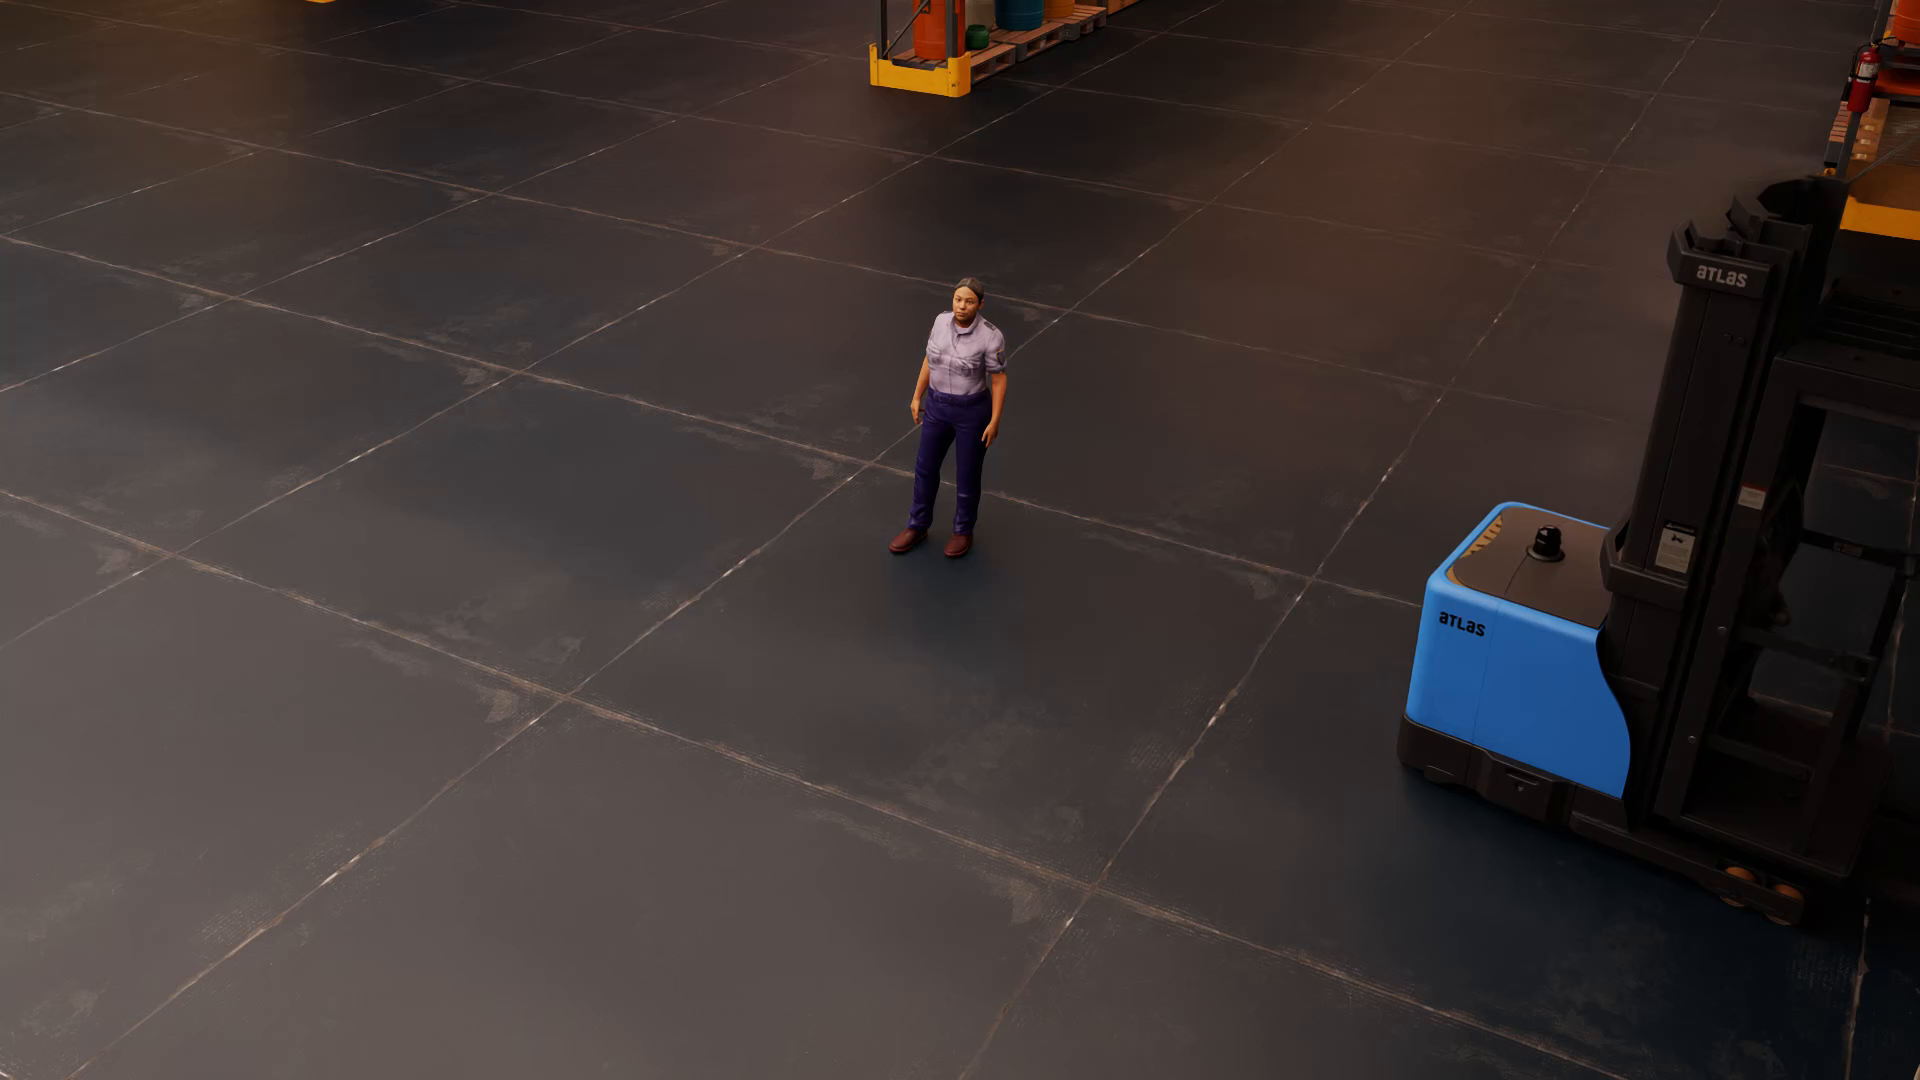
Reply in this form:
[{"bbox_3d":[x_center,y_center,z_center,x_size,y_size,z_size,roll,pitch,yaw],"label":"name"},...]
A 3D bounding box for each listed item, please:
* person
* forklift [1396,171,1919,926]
[{"bbox_3d":[-0.063,-0.687,9.529,0.598,1.651,0.503,15,33,25],"label":"person"},{"bbox_3d":[3.605,0.079,6.934,3.031,2.935,1.130,20,36,31],"label":"forklift"}]
